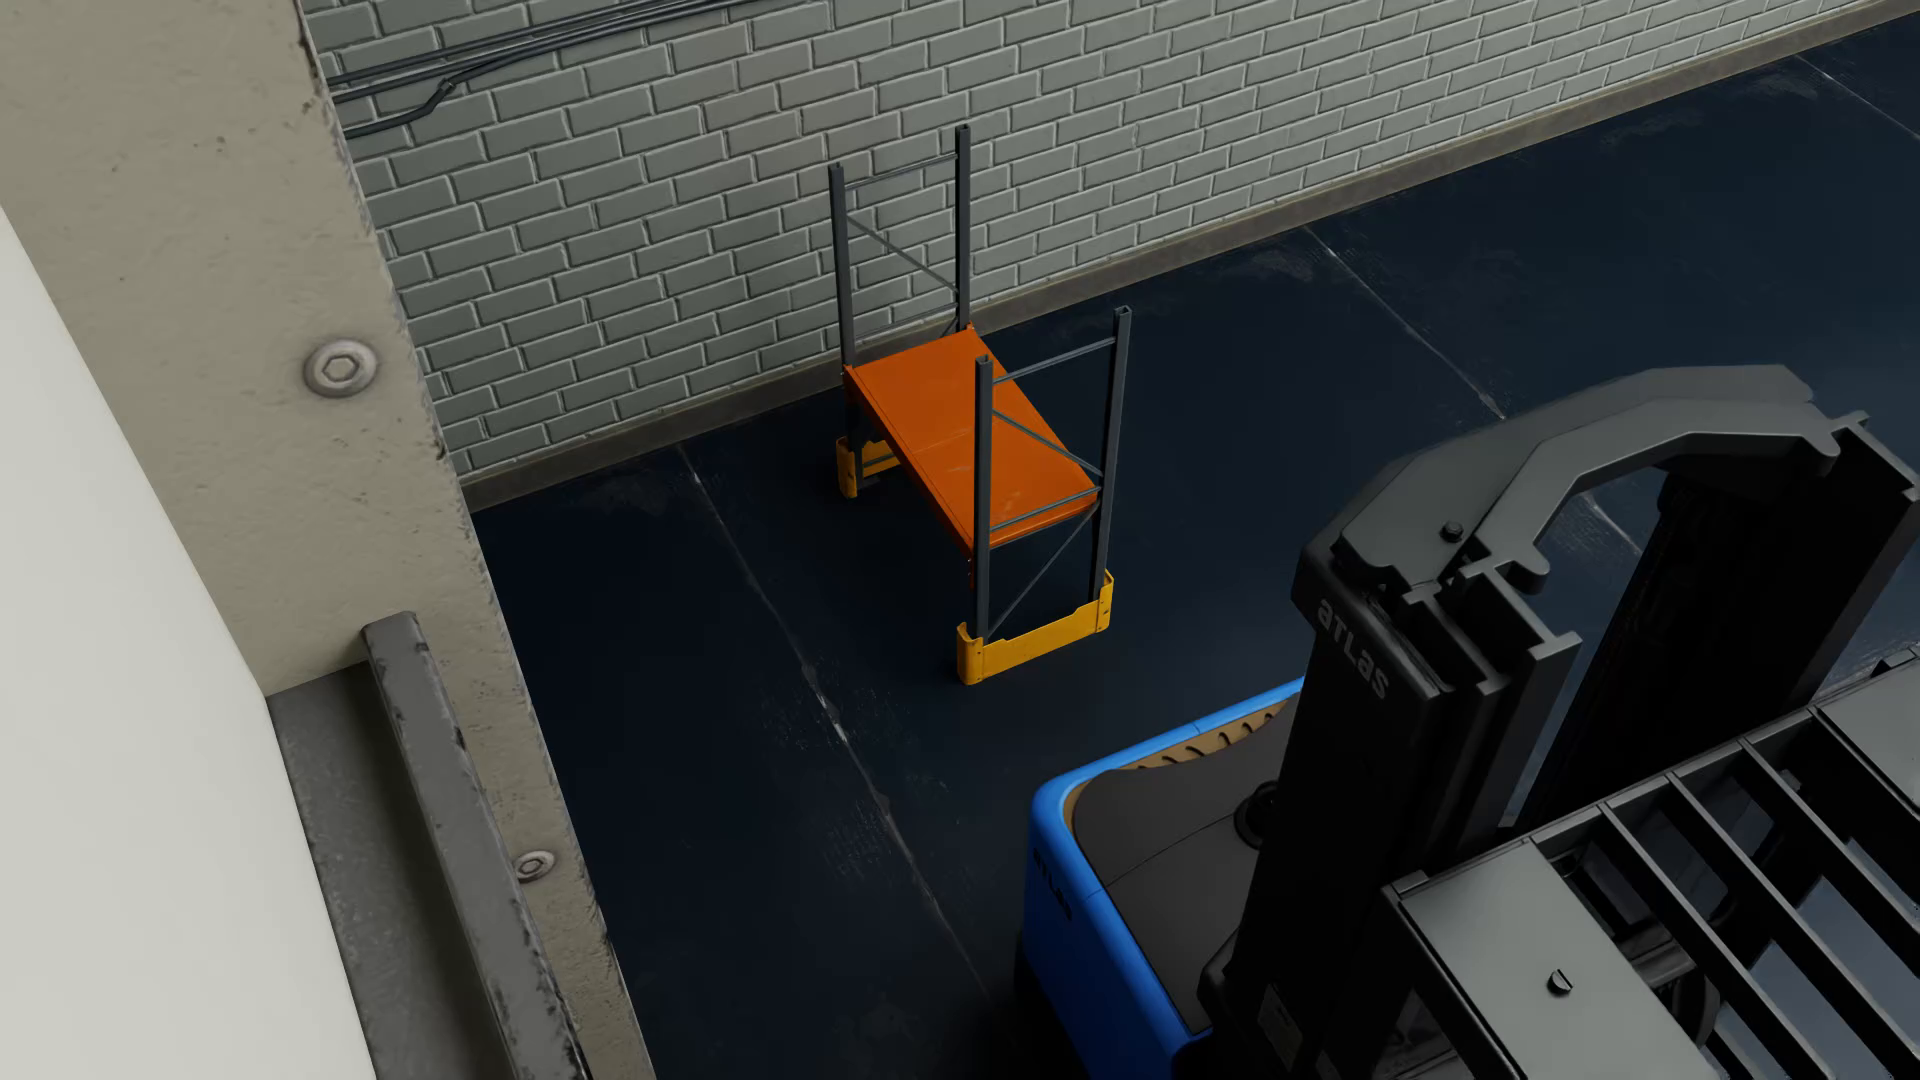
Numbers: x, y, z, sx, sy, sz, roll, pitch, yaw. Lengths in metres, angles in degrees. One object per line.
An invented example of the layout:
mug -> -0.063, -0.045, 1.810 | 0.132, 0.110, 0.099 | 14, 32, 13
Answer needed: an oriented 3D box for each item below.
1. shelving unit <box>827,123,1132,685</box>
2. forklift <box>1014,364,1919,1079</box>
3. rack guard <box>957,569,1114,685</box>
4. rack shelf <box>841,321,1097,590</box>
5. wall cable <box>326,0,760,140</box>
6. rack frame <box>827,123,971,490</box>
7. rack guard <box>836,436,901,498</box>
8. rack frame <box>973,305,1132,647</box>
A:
shelving unit -> 0.035, -0.443, 5.638 | 0.587, 1.500, 1.083 | -21, 52, -18
forklift -> 1.247, 1.231, 3.224 | 1.130, 2.935, 3.031 | -20, 52, -16
rack guard -> 0.263, 0.302, 5.817 | 0.587, 0.250, 0.087 | -21, 52, -18
rack shelf -> 0.039, -0.318, 5.768 | 0.538, 0.185, 1.000 | -21, 52, -18
wall cable -> -1.083, -2.330, 4.370 | 3.097, 2.526, 0.112 | -21, 52, -18
rack frame -> -0.194, -0.777, 5.931 | 0.500, 1.500, 0.032 | -21, 52, -18
rack guard -> -0.193, -0.365, 6.400 | 0.587, 0.250, 0.087 | -21, 52, -18
rack frame -> 0.272, -0.096, 5.335 | 0.500, 1.500, 0.032 | -21, 52, -18
